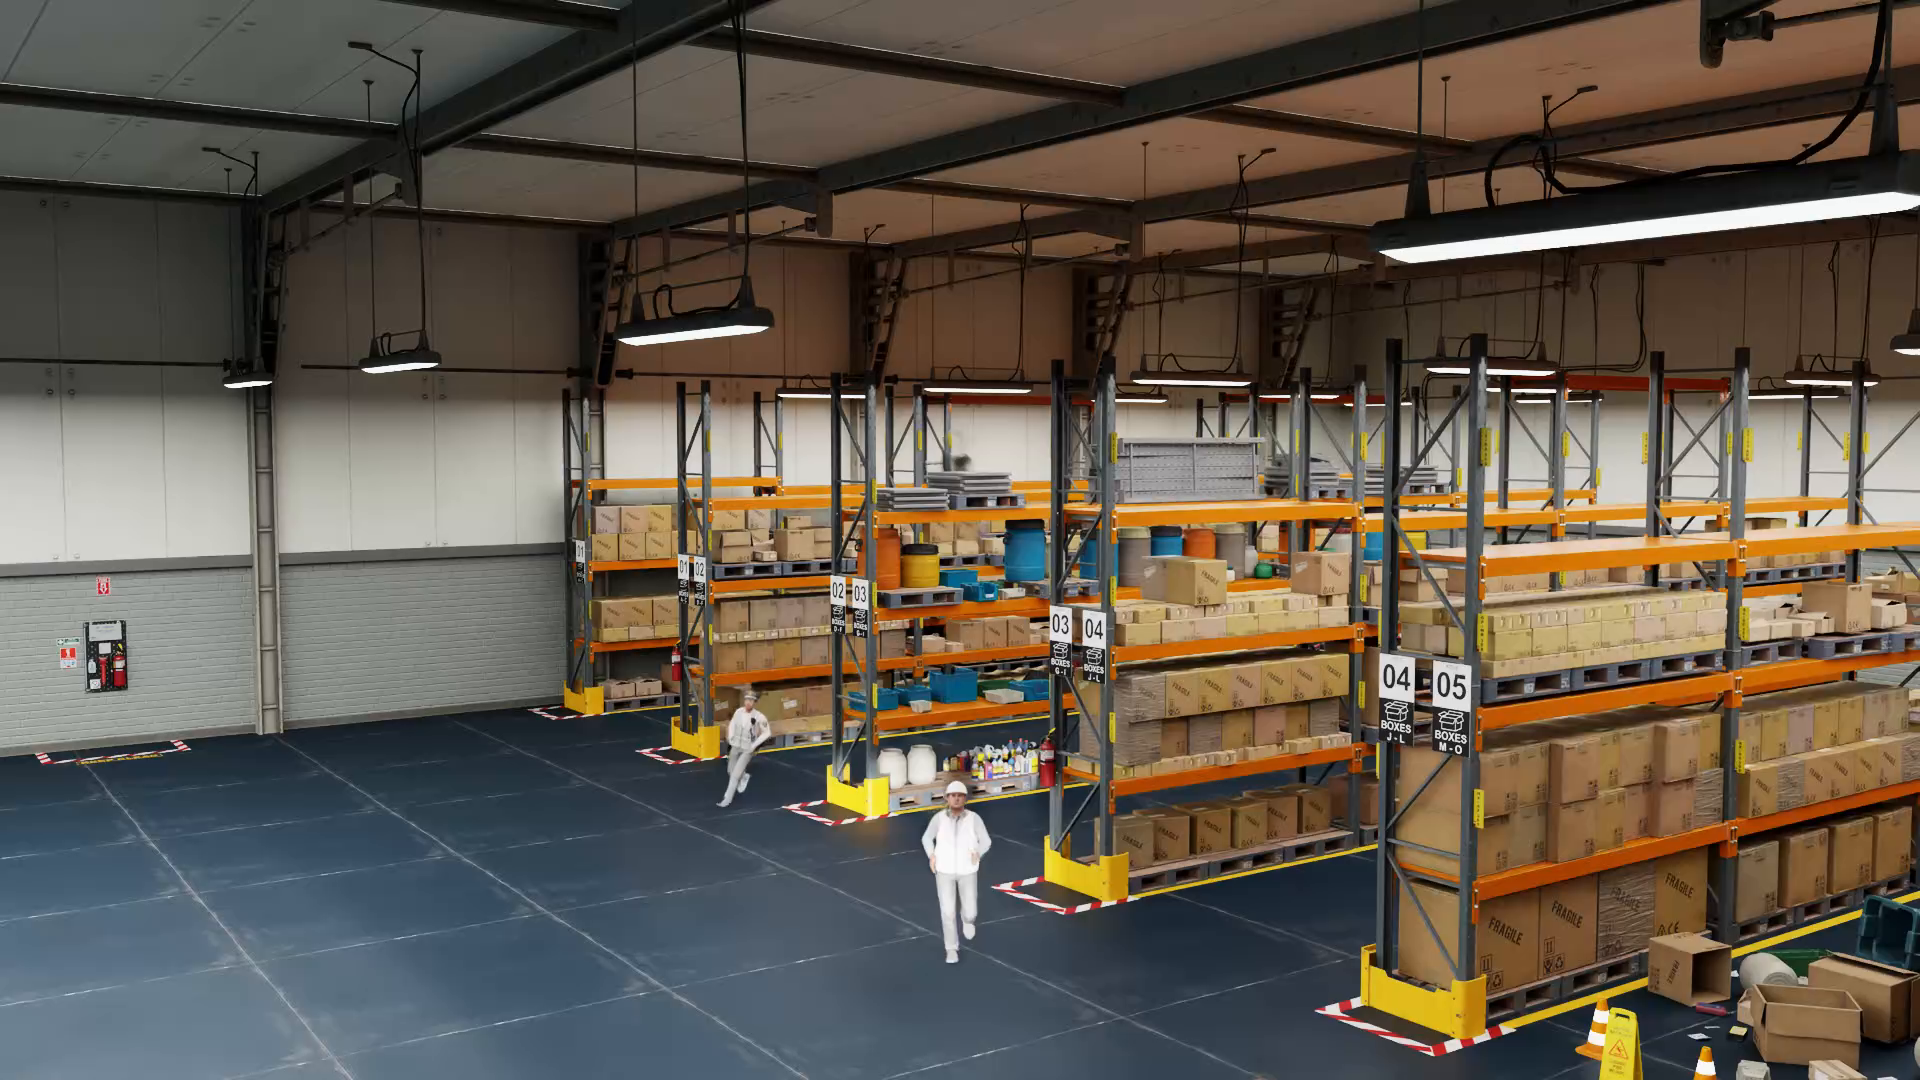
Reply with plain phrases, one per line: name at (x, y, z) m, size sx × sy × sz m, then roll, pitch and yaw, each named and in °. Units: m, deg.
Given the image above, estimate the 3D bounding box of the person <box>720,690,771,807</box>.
person at (-2.938, 2.876, 23.190) m, size 0.651 × 1.623 × 0.714 m, roll 1°, pitch 4°, yaw 22°

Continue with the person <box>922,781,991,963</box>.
person at (-0.040, 3.247, 16.438) m, size 0.688 × 1.730 × 0.698 m, roll 0°, pitch 4°, yaw 1°
